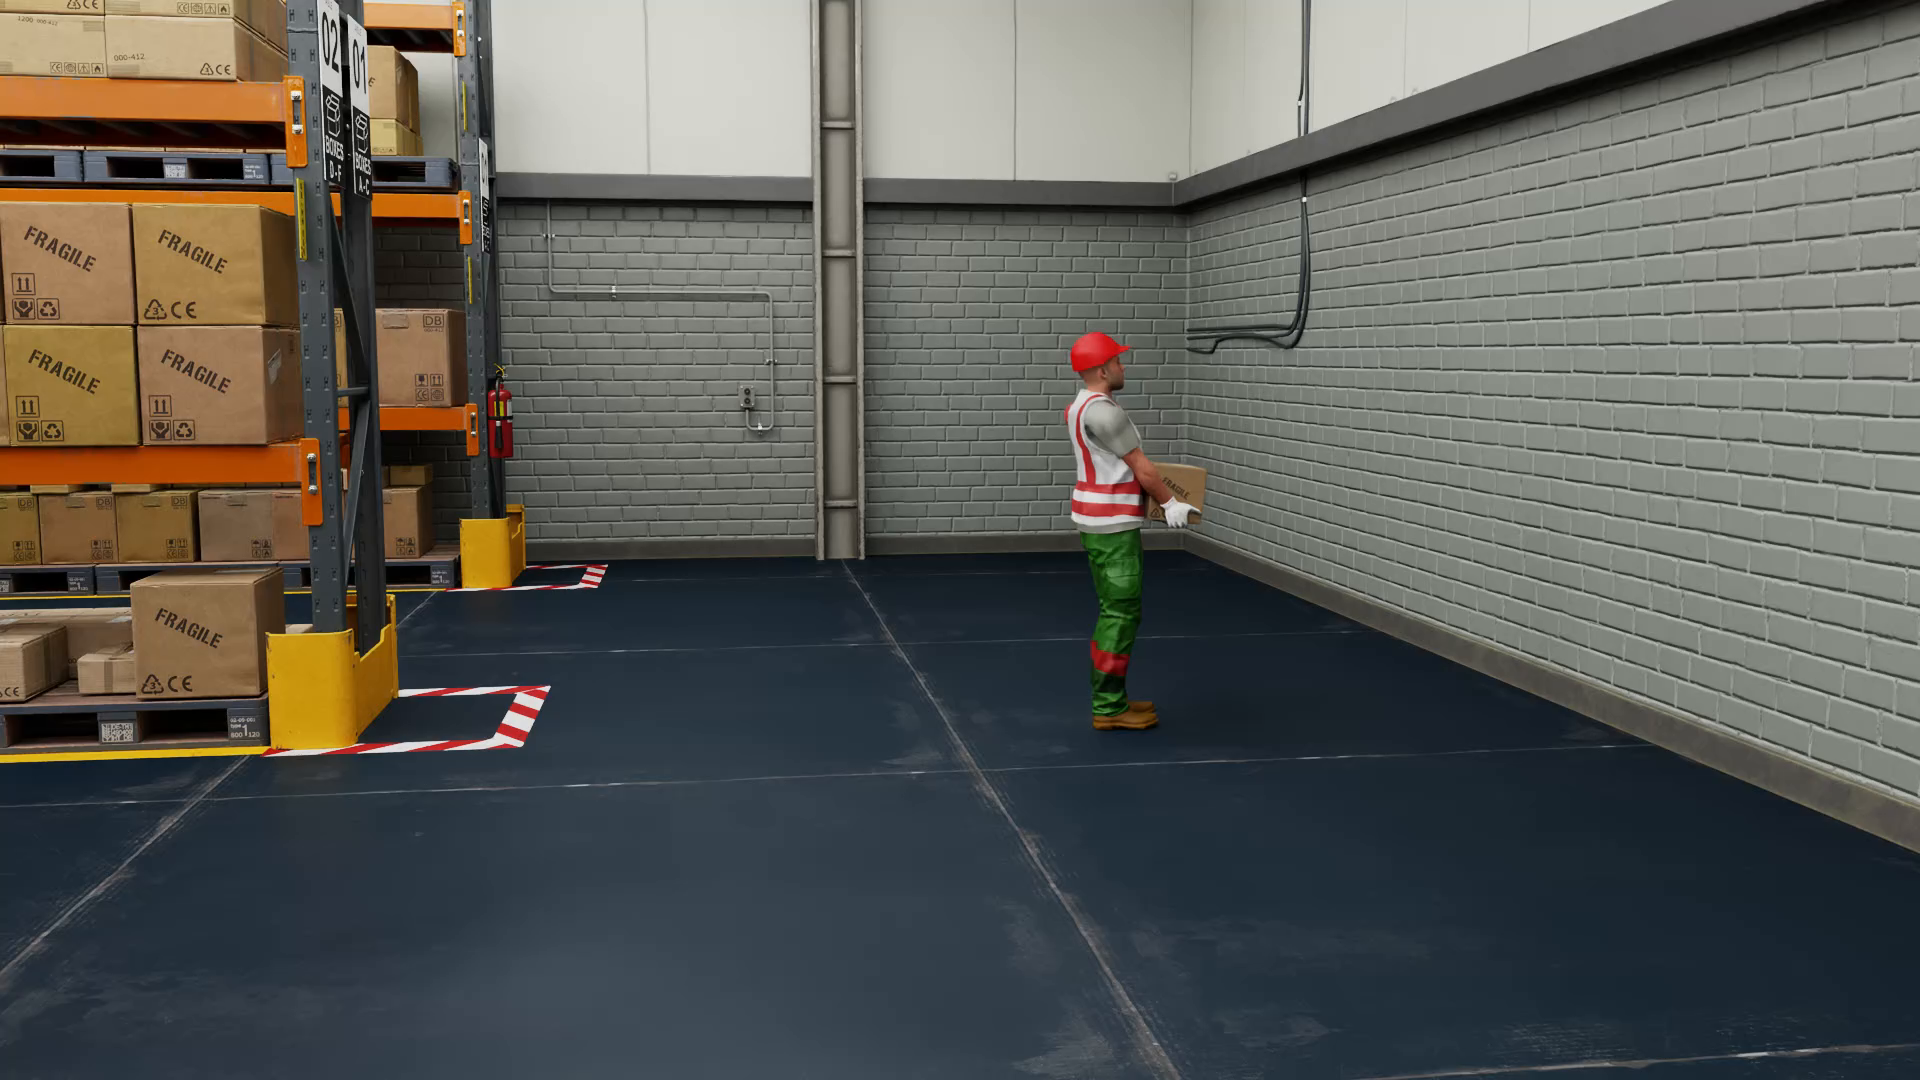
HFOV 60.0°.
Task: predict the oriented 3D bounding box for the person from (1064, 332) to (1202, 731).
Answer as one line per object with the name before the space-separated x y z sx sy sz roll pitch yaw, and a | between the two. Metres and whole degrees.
person | 0.780 -0.049 7.575 0.572 1.781 0.493 -1 6 -8
